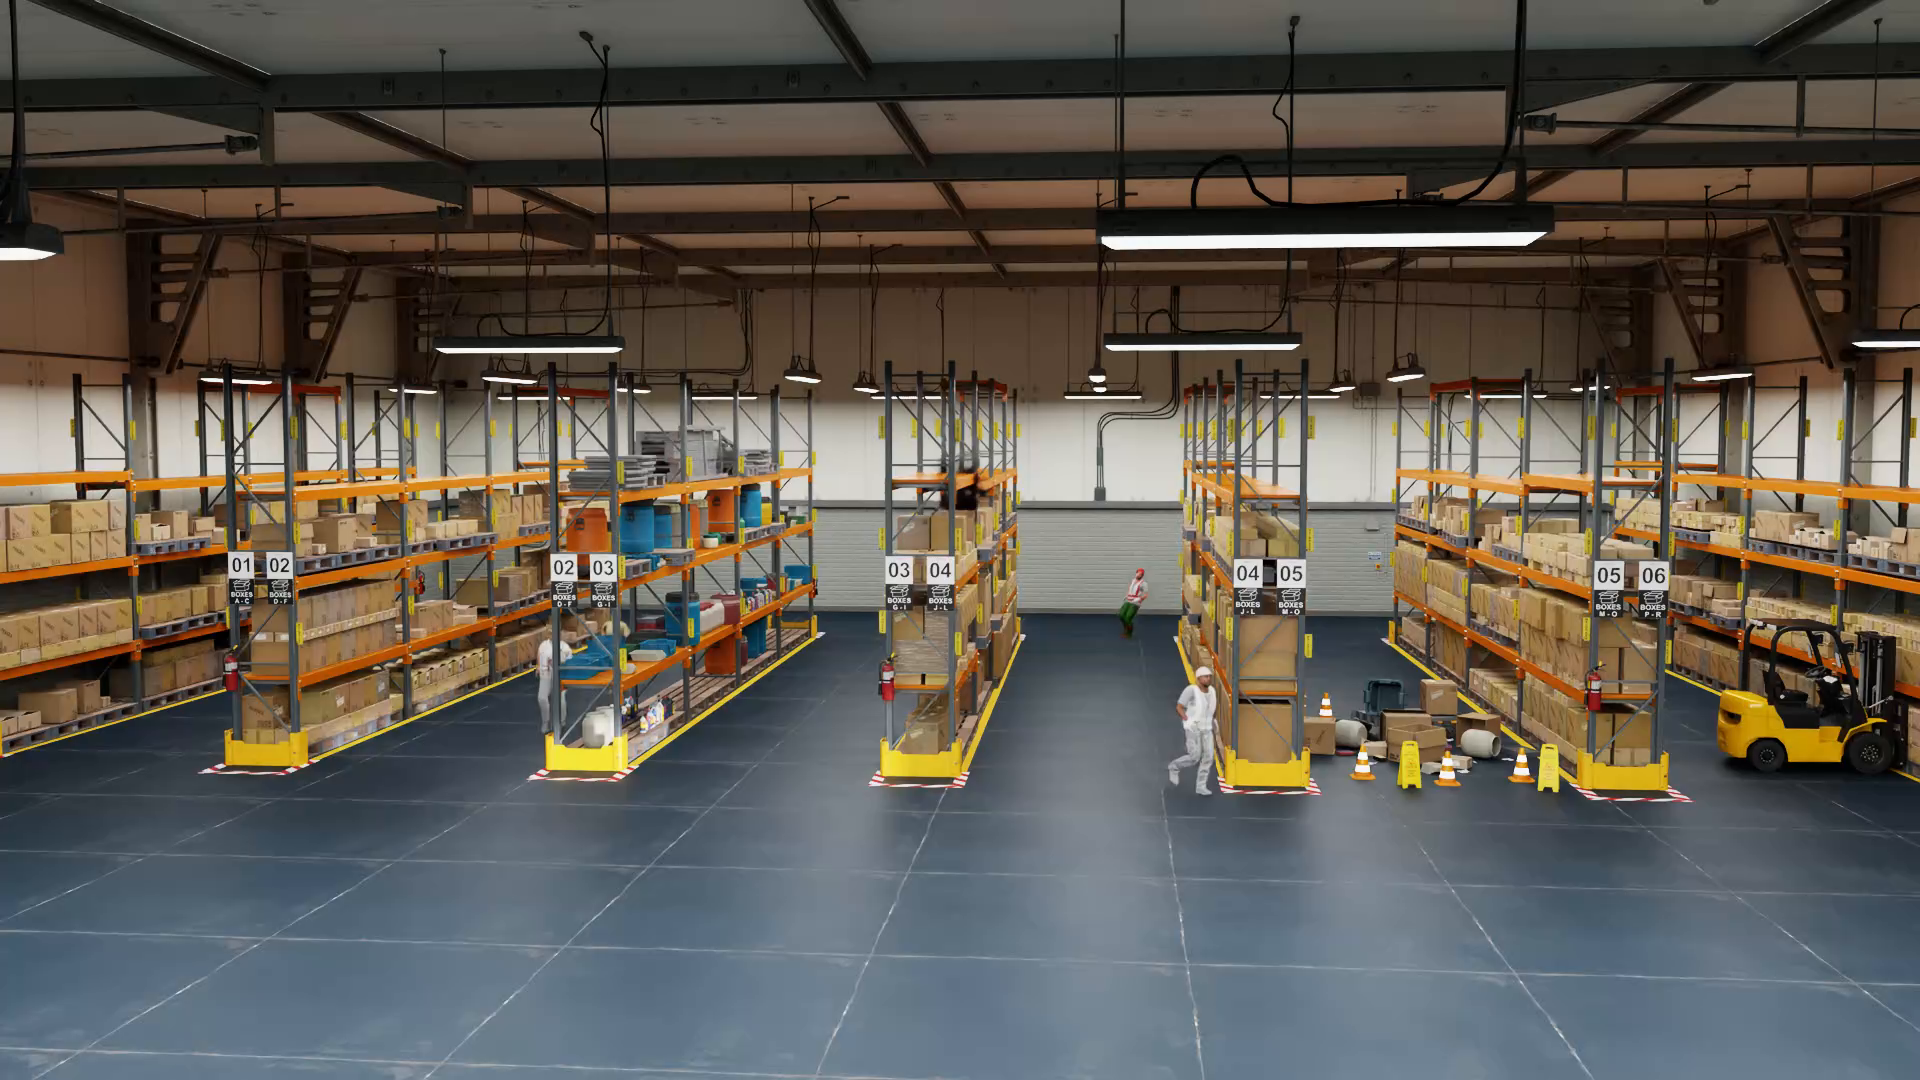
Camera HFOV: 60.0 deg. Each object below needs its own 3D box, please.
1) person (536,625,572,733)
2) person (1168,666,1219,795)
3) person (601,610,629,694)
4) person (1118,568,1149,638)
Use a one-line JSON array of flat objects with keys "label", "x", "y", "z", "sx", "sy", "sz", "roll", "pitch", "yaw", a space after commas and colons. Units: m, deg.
[{"label": "person", "x": -6.776, "y": 2.309, "z": 27.662, "sx": 0.635, "sy": 1.828, "sz": 0.744, "roll": 0, "pitch": 4, "yaw": 2}, {"label": "person", "x": 3.282, "y": 2.615, "z": 23.062, "sx": 0.712, "sy": 1.760, "sz": 0.746, "roll": -3, "pitch": 5, "yaw": -41}, {"label": "person", "x": -6.529, "y": 2.099, "z": 31.413, "sx": 0.565, "sy": 1.632, "sz": 0.599, "roll": 0, "pitch": 4, "yaw": -4}, {"label": "person", "x": 4.126, "y": 1.521, "z": 39.925, "sx": 0.555, "sy": 1.698, "sz": 0.741, "roll": -3, "pitch": 5, "yaw": -36}]
